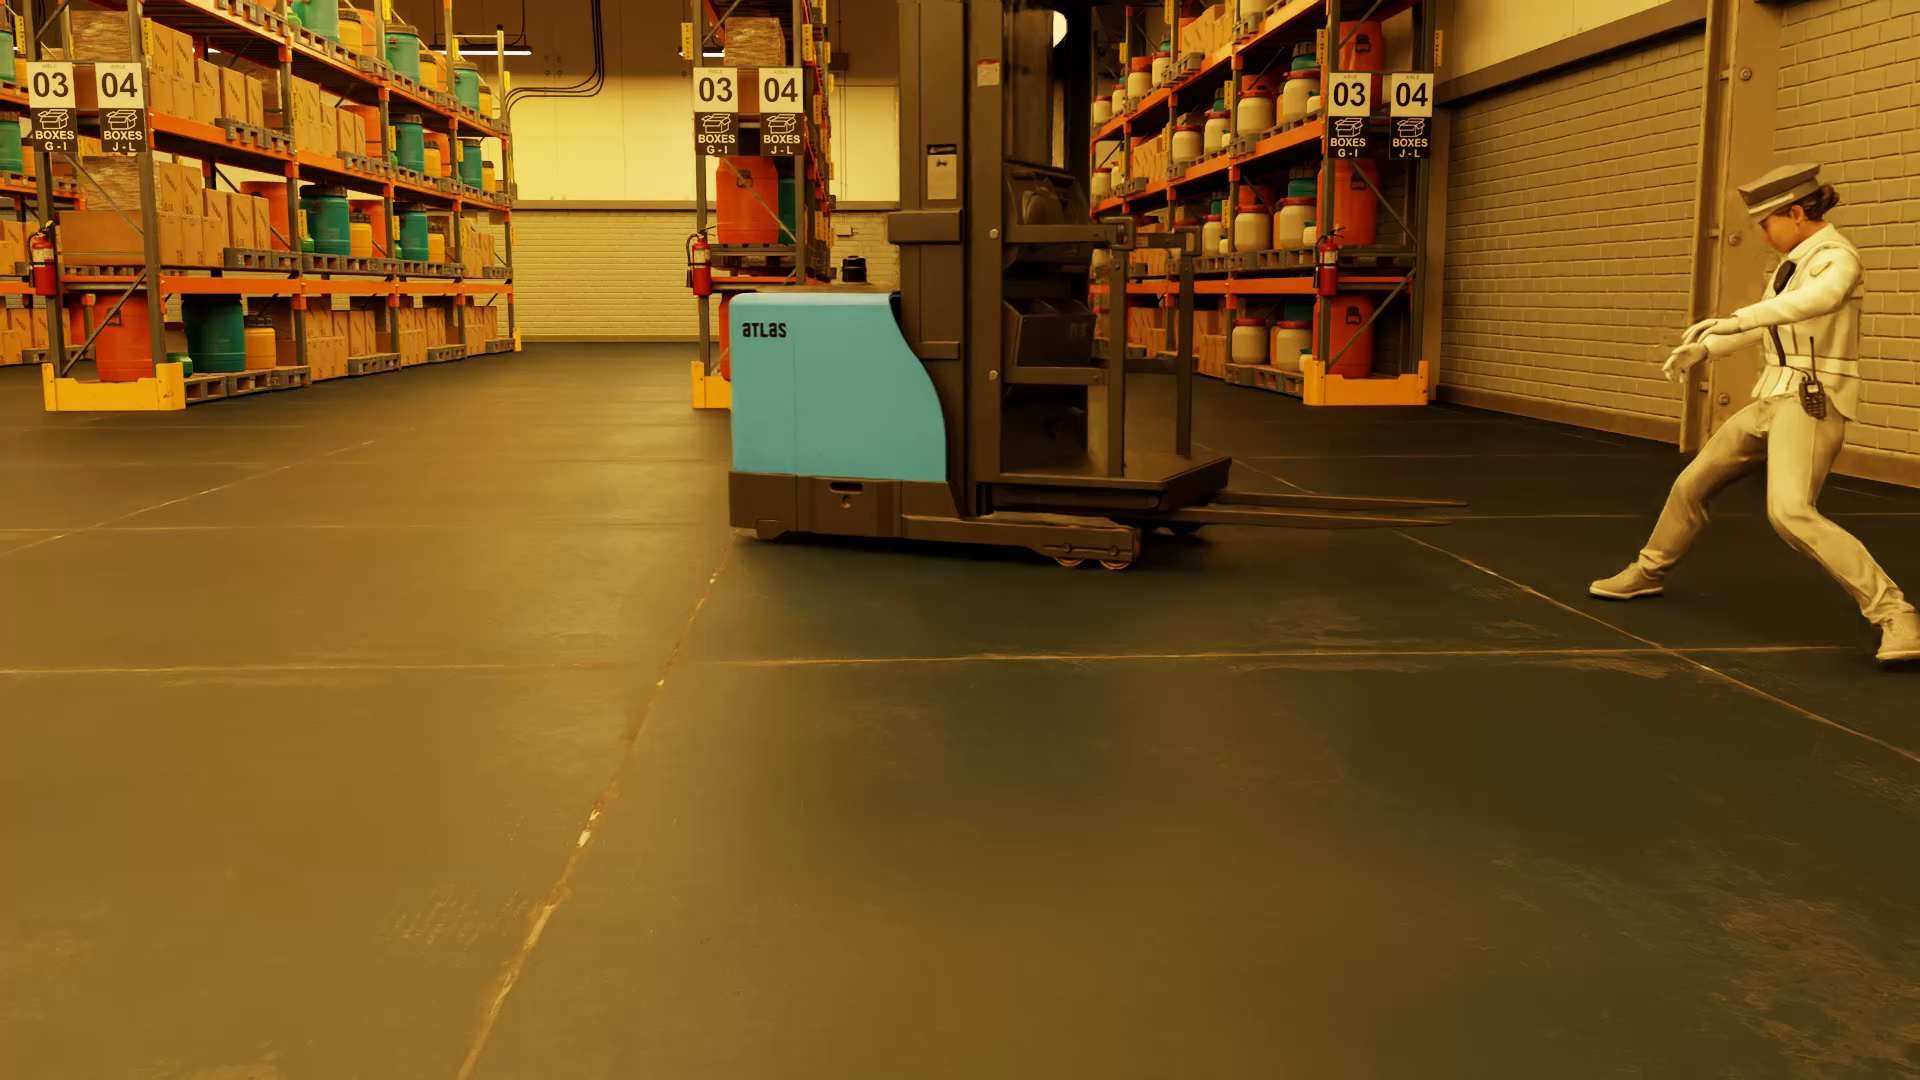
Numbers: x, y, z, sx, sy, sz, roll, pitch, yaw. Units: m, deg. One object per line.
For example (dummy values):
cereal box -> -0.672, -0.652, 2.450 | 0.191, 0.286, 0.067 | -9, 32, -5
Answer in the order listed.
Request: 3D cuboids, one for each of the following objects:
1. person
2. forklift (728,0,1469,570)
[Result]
person -> 2.527, -0.444, 5.261 | 0.795, 1.473, 1.243 | 2, 9, 12
forklift -> 0.558, -1.421, 6.899 | 3.031, 2.935, 1.130 | 4, 9, 23
